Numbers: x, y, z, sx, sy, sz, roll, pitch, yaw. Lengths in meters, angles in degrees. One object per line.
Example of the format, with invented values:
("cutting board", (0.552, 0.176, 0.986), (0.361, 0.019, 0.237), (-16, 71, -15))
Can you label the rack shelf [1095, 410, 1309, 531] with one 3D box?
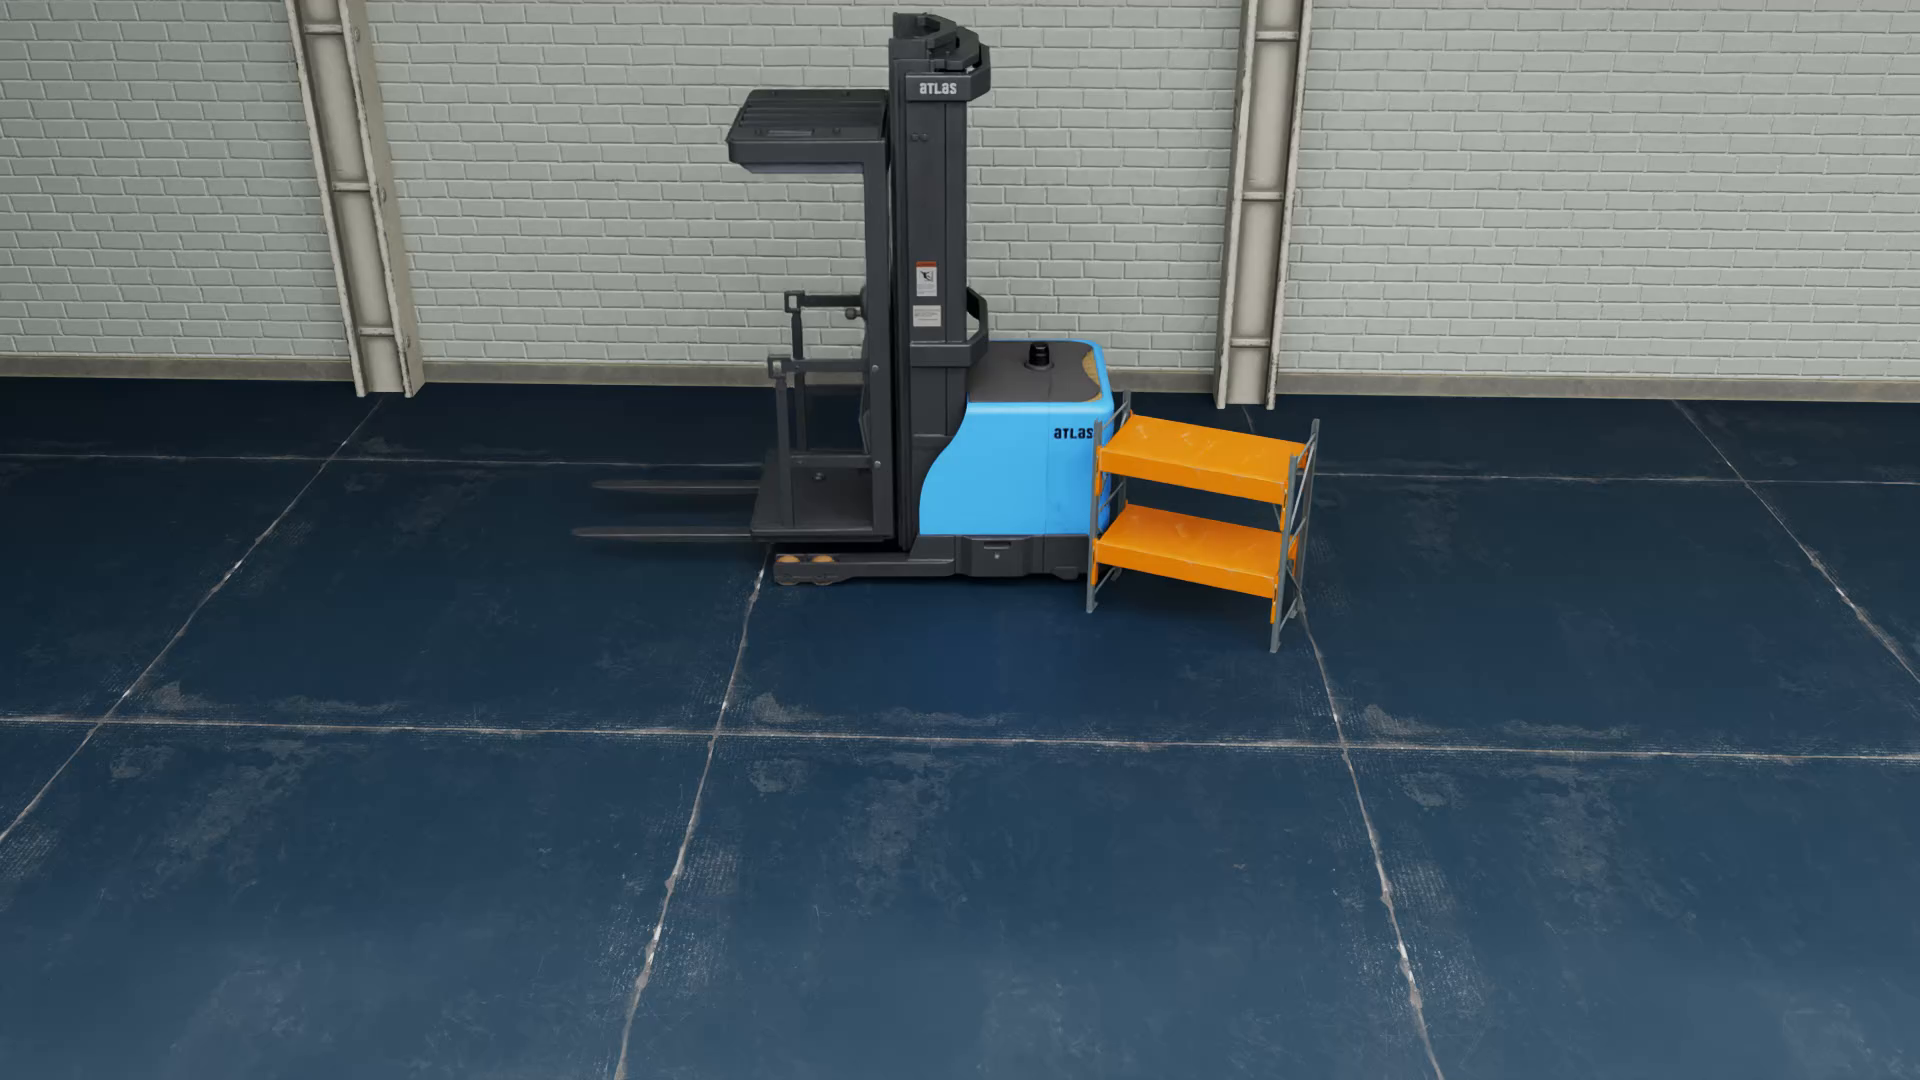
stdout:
("rack shelf", (1.264, -0.373, 8.627), (1.000, 0.278, 0.538), (12, 30, 21))

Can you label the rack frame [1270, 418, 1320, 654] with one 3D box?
("rack frame", (1.728, -0.017, 8.580), (0.032, 1.125, 0.500), (12, 30, 21))

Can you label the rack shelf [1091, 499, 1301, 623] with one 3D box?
("rack shelf", (1.264, 0.102, 8.879), (1.000, 0.278, 0.538), (12, 30, 21))

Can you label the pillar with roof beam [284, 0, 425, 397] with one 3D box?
("pillar with roof beam", (-4.176, -3.036, 5.869), (0.400, 9.000, 9.100), (1, 28, 2))

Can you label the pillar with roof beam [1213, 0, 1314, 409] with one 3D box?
("pillar with roof beam", (1.820, -2.937, 5.682), (0.400, 9.000, 9.100), (1, 28, 2))

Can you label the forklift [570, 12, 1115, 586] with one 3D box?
("forklift", (-0.678, -1.288, 9.050), (3.031, 2.935, 1.130), (0, 28, 0))

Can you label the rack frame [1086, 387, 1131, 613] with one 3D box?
("rack frame", (0.800, -0.212, 8.948), (0.032, 1.125, 0.500), (12, 30, 21))

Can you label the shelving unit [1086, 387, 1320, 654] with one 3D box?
("shelving unit", (1.264, -0.114, 8.764), (1.048, 1.125, 0.538), (12, 30, 21))
